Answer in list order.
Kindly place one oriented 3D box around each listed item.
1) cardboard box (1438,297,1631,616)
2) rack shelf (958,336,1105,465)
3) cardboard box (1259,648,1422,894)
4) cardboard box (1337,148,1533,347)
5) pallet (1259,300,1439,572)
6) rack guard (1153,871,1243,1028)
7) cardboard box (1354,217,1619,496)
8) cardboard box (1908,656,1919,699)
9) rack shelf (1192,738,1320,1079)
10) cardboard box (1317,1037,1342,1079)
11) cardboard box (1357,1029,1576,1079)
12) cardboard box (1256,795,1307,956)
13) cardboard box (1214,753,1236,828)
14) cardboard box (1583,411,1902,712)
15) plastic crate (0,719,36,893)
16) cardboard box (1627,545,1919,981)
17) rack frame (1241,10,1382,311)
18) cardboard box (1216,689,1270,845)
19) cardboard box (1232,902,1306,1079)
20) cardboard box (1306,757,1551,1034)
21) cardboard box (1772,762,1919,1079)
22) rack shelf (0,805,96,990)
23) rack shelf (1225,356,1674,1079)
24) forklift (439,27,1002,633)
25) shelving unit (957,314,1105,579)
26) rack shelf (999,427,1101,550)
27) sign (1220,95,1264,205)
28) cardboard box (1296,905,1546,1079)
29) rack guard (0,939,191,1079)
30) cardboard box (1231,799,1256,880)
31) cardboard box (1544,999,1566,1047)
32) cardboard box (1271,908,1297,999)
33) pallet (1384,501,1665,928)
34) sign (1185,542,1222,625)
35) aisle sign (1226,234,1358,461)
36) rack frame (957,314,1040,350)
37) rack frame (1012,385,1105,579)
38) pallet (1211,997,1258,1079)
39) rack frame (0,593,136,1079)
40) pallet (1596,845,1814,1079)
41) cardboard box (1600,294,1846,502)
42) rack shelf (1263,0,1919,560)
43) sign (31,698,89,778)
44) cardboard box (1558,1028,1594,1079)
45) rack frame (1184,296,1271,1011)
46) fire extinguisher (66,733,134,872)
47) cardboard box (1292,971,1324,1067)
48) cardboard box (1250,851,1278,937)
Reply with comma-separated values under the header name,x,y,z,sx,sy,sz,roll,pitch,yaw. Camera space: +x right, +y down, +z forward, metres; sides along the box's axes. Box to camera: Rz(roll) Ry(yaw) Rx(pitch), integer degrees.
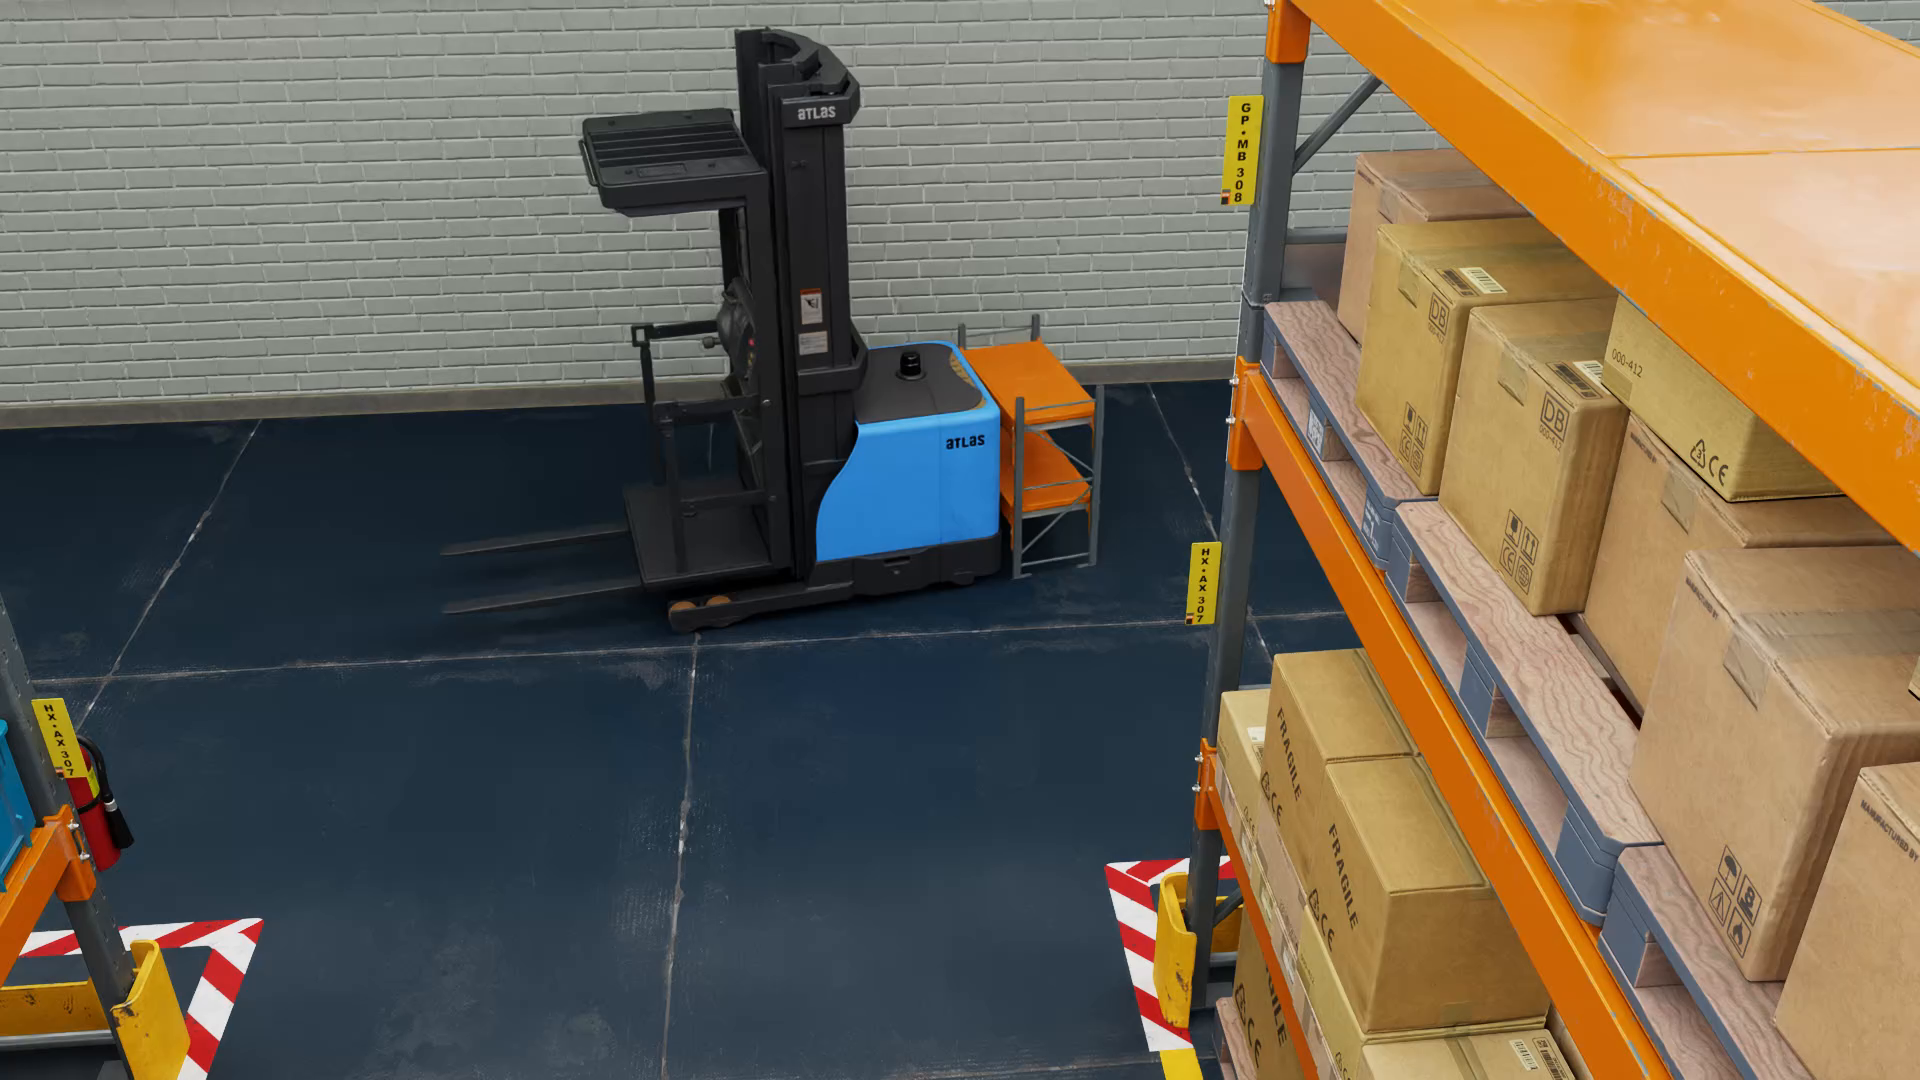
name,x,y,z,sx,sy,sz,roll,pitch,yaw
cardboard box,1.511,-0.205,3.638,0.700,0.500,0.500,-5,31,-8
rack shelf,0.382,-0.806,9.433,0.538,0.278,1.000,-9,32,-15
cardboard box,1.203,0.660,4.846,0.500,0.500,0.500,-3,31,-6
cardboard box,1.482,-0.759,4.567,0.700,0.500,0.500,-5,31,-8
pallet,1.460,-0.340,4.556,1.003,0.211,1.213,-3,31,-5
rack guard,1.378,1.592,6.597,1.175,0.500,0.348,-3,31,-5
cardboard box,1.415,-0.466,4.076,0.700,0.500,0.500,-4,31,-6
cardboard box,1.673,0.217,2.200,0.500,0.250,0.500,-5,31,-8
rack shelf,1.567,1.862,4.410,1.077,0.370,4.000,-3,31,-5
cardboard box,1.208,1.493,4.571,0.380,0.149,0.250,-3,31,-5
cardboard box,1.309,1.514,4.146,0.500,0.250,0.500,-3,31,-6
cardboard box,1.212,0.991,5.022,0.500,0.250,0.500,-3,31,-5
cardboard box,1.085,0.837,5.670,0.380,0.149,0.250,-2,31,-4
cardboard box,1.668,0.075,3.170,0.700,0.500,0.500,-1,31,-2
plastic crate,-3.334,0.890,5.242,0.616,0.435,0.499,-3,31,-5
cardboard box,1.575,0.348,2.712,0.700,0.500,0.500,-1,31,-2
rack frame,1.380,-2.044,4.397,1.000,3.000,0.127,-3,31,-5
cardboard box,1.156,0.726,5.466,0.500,0.250,0.500,-4,31,-6
cardboard box,1.520,1.586,5.832,0.875,0.875,0.875,-3,31,-5
cardboard box,1.258,0.924,4.404,0.500,0.500,0.500,-4,31,-6
cardboard box,1.621,0.623,2.252,0.700,0.500,0.500,-5,31,-8
rack shelf,-3.364,2.099,4.013,1.077,0.370,4.000,-3,31,-5
rack shelf,1.567,0.574,3.641,1.077,0.370,4.000,-3,31,-5
forklift,-1.344,-1.063,8.671,3.031,2.935,1.130,-8,32,-14
shelving unit,0.382,-0.555,9.583,0.538,1.125,1.048,-9,32,-15
rack shelf,0.382,-0.345,9.708,0.538,0.278,1.000,-9,32,-15
sign,0.827,-1.142,4.882,0.100,0.325,0.005,-3,31,-5
cardboard box,1.255,1.248,4.592,0.500,0.250,0.500,-4,31,-6
rack guard,-3.566,1.830,6.199,1.175,0.500,0.348,-3,31,-5
cardboard box,1.110,0.967,5.451,0.380,0.149,0.250,-3,31,-5
cardboard box,1.785,1.222,4.636,0.500,0.250,0.500,-4,31,-6
cardboard box,1.160,1.231,5.009,0.380,0.149,0.250,-3,31,-5
pallet,1.577,0.284,3.510,1.003,0.211,1.213,-3,31,-5
sign,0.827,0.149,5.654,0.100,0.325,0.005,-3,31,-5
aisle sign,1.075,-0.607,5.306,0.394,0.787,0.004,-3,31,-5
rack frame,0.228,-0.803,9.999,0.500,1.125,0.032,-9,32,-15
rack frame,0.537,-0.307,9.167,0.500,1.125,0.032,-9,32,-15
pallet,1.533,2.133,5.973,1.003,0.211,1.213,-3,31,-5
rack frame,-3.551,0.769,5.538,1.000,3.000,0.127,-3,31,-5
pallet,1.688,0.906,2.470,1.003,0.211,1.213,-3,31,-5
cardboard box,1.559,-0.312,3.087,0.500,0.250,0.500,-4,31,-6
rack shelf,1.567,-0.542,2.974,1.077,0.370,4.000,-3,31,-5
sign,-3.005,0.664,5.554,0.100,0.325,0.005,-3,31,-5
cardboard box,1.837,1.488,4.191,0.500,0.250,0.500,-3,31,-4
rack frame,1.380,0.532,5.935,1.000,3.000,0.127,-3,31,-5
fire extinguisher,-3.113,0.863,5.819,0.296,0.674,0.183,-3,31,-5
cardboard box,1.183,1.361,4.792,0.380,0.149,0.250,-3,31,-6
cardboard box,1.135,1.098,5.232,0.380,0.149,0.250,-3,31,-6
